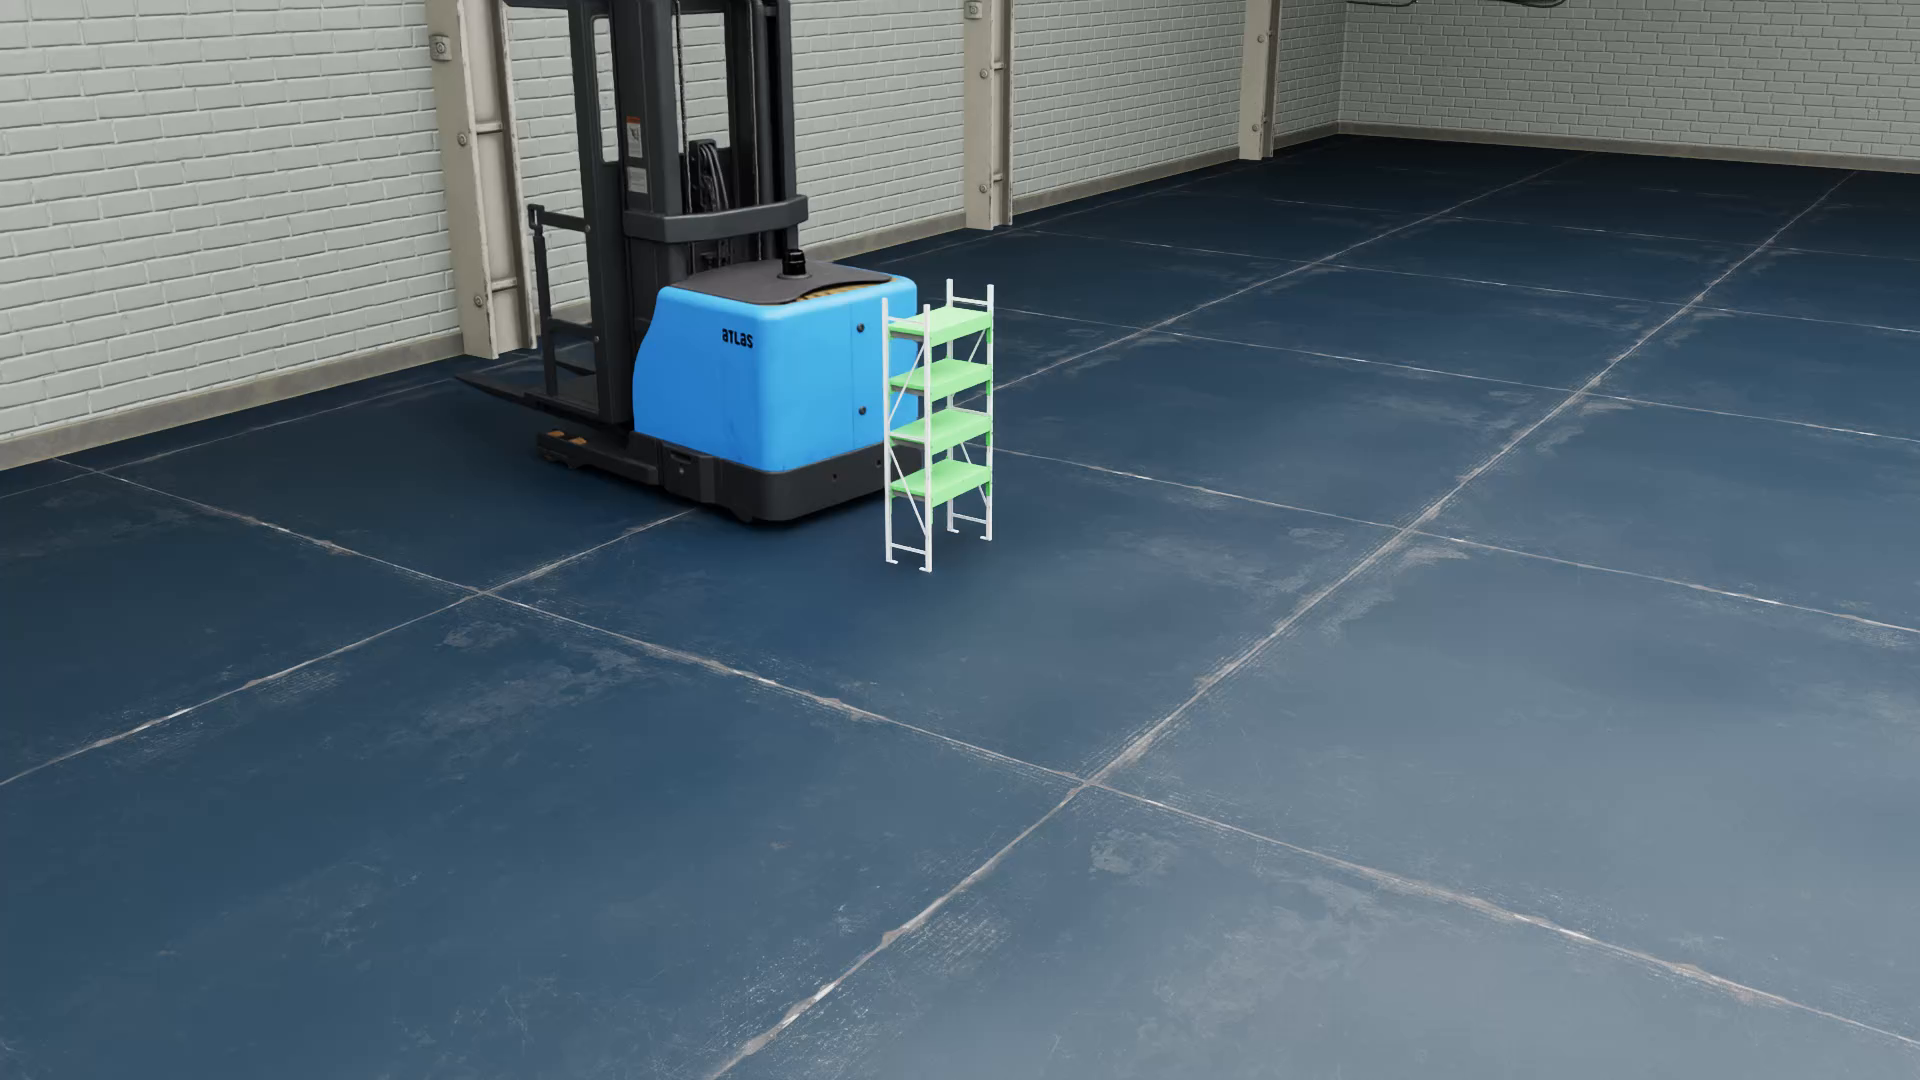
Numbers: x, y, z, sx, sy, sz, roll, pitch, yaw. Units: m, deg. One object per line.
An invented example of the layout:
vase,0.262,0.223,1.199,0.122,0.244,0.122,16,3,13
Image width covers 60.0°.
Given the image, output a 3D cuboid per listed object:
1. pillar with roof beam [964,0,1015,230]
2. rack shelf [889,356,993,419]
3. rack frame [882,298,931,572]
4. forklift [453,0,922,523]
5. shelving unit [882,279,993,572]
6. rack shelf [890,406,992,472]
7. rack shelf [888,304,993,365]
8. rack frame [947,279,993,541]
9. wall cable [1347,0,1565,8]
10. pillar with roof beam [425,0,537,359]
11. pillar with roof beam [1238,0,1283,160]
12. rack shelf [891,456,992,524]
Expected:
pillar with roof beam,3.827,-6.383,12.049,9.100,9.000,0.400,13,24,32
rack shelf,-0.093,-0.680,7.367,0.258,0.148,0.480,13,24,32
rack frame,-0.230,-0.445,7.239,0.240,1.200,0.015,13,24,32
forklift,-1.625,-1.866,8.585,3.031,2.935,1.130,17,27,39
shelving unit,-0.093,-0.515,7.428,0.258,1.200,0.503,13,24,32
rack shelf,-0.093,-0.455,7.451,0.258,0.148,0.480,13,24,32
rack shelf,-0.093,-0.905,7.284,0.258,0.148,0.480,13,24,32
rack frame,0.044,-0.585,7.618,0.240,1.200,0.015,13,24,32
wall cable,6.390,-8.075,21.099,3.097,2.526,0.112,13,24,32
pillar with roof beam,0.455,-4.661,7.395,9.100,9.000,0.400,13,24,32
pillar with roof beam,7.200,-8.104,16.703,9.100,9.000,0.400,13,24,32
rack shelf,-0.093,-0.230,7.534,0.258,0.148,0.480,13,24,32
